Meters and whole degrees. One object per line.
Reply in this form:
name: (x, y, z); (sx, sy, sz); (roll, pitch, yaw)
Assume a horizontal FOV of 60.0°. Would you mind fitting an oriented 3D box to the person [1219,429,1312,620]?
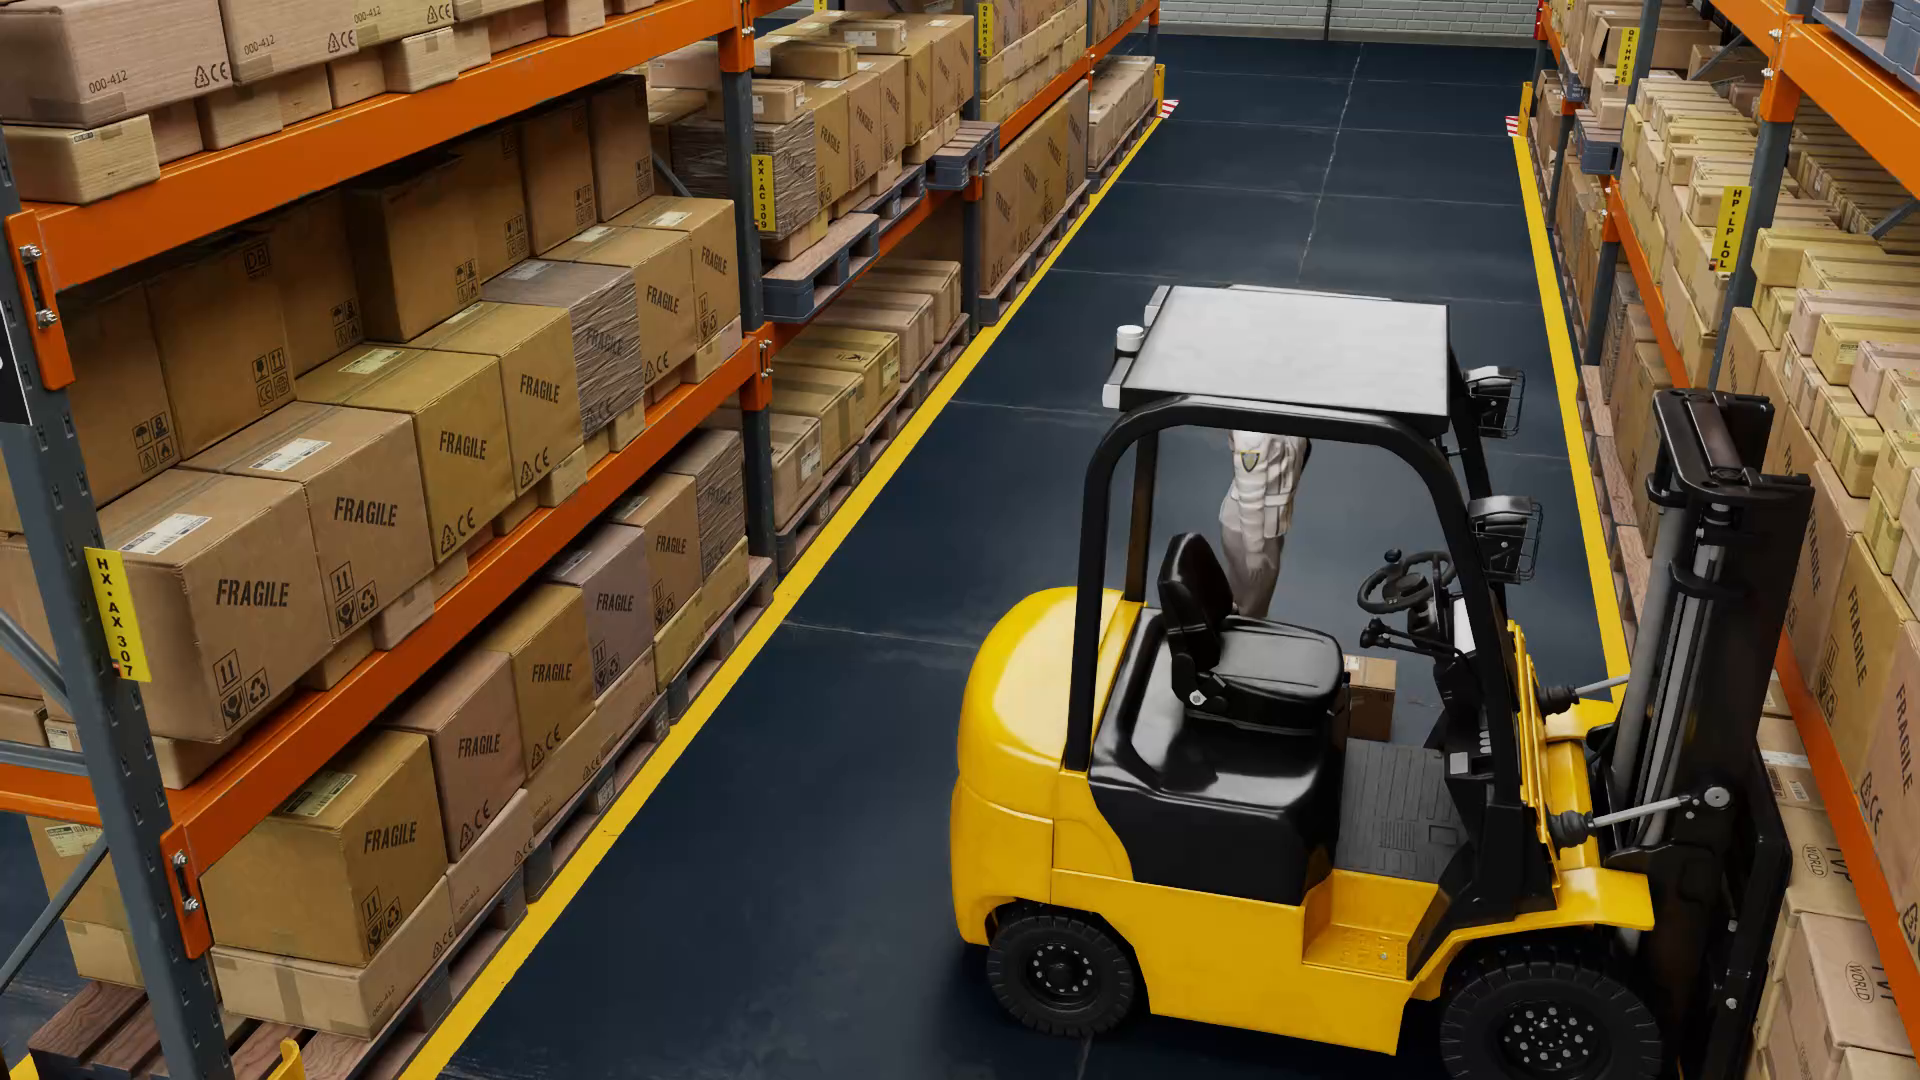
person: (1.200, -0.047, 6.689); (0.344, 1.684, 0.467); (7, 26, 14)
